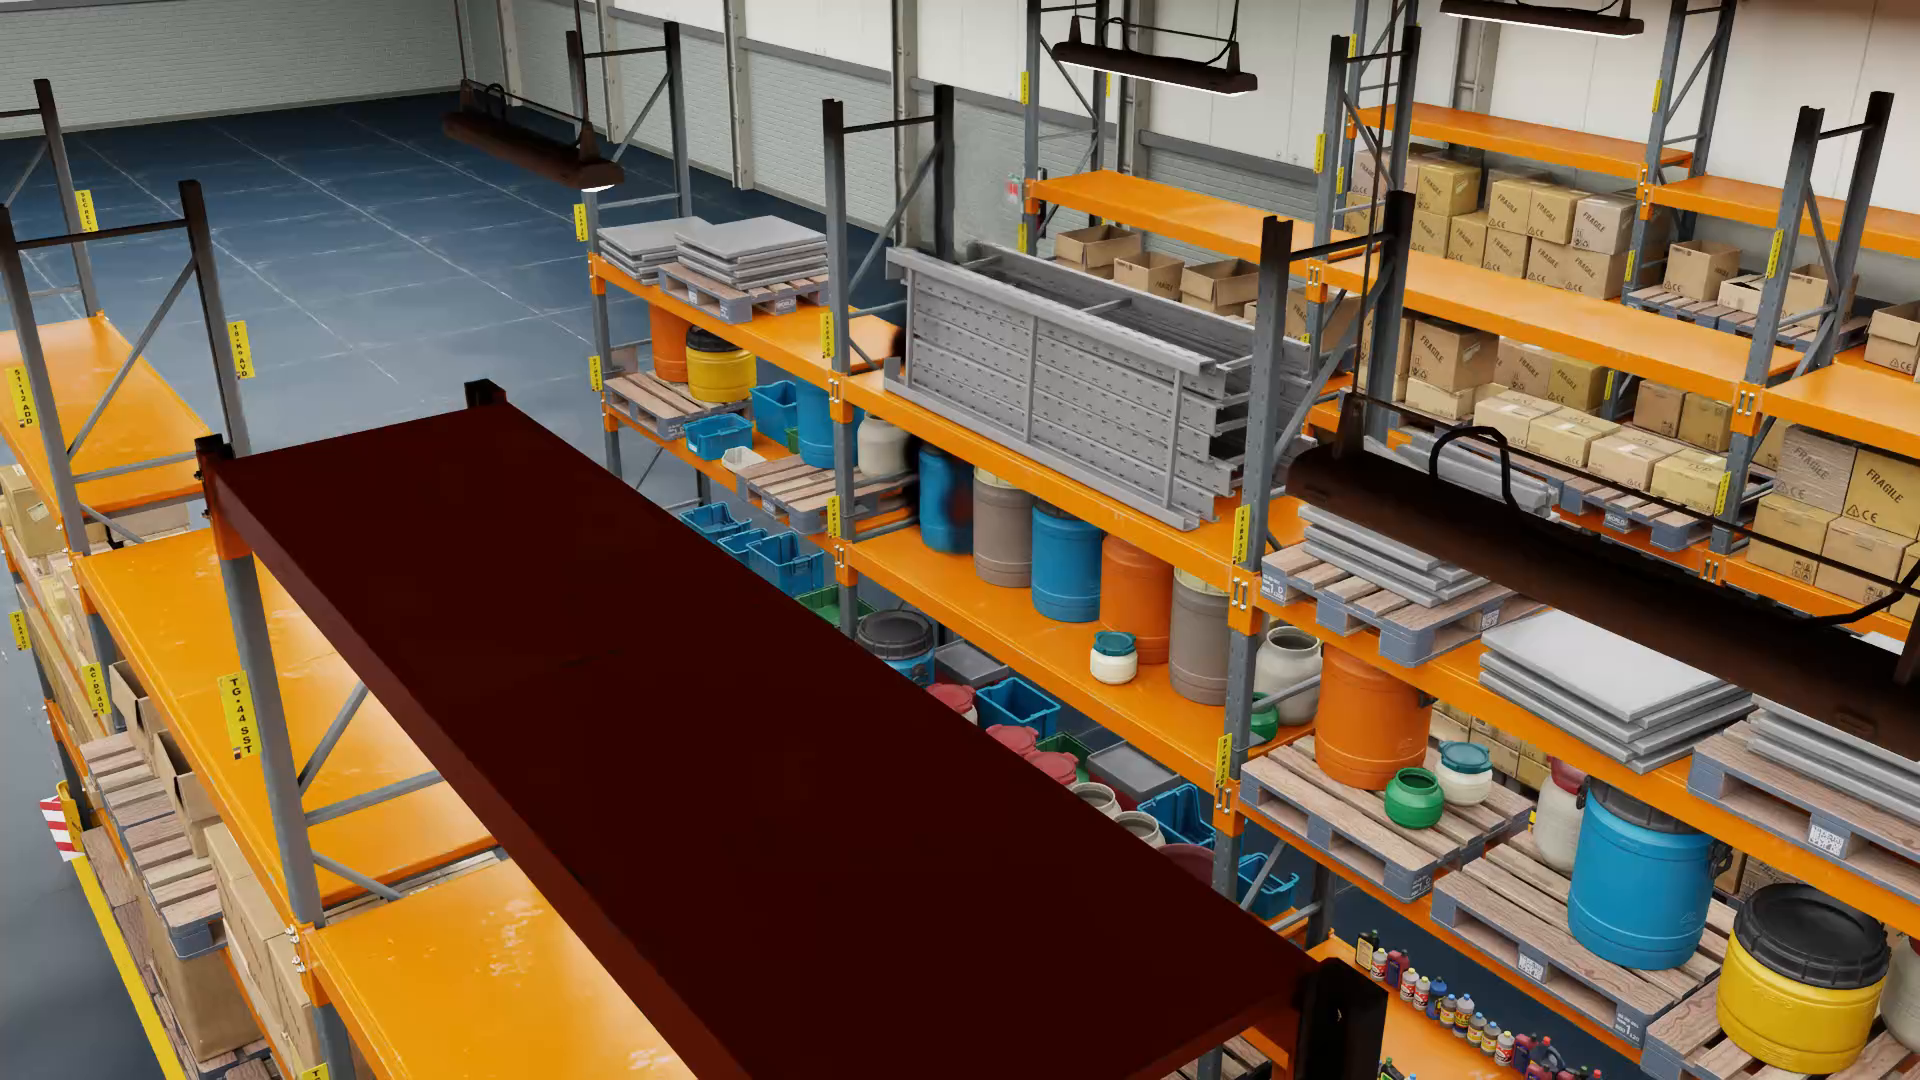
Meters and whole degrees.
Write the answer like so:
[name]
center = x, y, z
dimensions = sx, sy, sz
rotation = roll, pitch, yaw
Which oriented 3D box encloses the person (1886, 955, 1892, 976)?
[person]
center = 5.479, 3.174, 10.132
dimensions = 0.628, 1.635, 0.546
rotation = 20, 32, 37
